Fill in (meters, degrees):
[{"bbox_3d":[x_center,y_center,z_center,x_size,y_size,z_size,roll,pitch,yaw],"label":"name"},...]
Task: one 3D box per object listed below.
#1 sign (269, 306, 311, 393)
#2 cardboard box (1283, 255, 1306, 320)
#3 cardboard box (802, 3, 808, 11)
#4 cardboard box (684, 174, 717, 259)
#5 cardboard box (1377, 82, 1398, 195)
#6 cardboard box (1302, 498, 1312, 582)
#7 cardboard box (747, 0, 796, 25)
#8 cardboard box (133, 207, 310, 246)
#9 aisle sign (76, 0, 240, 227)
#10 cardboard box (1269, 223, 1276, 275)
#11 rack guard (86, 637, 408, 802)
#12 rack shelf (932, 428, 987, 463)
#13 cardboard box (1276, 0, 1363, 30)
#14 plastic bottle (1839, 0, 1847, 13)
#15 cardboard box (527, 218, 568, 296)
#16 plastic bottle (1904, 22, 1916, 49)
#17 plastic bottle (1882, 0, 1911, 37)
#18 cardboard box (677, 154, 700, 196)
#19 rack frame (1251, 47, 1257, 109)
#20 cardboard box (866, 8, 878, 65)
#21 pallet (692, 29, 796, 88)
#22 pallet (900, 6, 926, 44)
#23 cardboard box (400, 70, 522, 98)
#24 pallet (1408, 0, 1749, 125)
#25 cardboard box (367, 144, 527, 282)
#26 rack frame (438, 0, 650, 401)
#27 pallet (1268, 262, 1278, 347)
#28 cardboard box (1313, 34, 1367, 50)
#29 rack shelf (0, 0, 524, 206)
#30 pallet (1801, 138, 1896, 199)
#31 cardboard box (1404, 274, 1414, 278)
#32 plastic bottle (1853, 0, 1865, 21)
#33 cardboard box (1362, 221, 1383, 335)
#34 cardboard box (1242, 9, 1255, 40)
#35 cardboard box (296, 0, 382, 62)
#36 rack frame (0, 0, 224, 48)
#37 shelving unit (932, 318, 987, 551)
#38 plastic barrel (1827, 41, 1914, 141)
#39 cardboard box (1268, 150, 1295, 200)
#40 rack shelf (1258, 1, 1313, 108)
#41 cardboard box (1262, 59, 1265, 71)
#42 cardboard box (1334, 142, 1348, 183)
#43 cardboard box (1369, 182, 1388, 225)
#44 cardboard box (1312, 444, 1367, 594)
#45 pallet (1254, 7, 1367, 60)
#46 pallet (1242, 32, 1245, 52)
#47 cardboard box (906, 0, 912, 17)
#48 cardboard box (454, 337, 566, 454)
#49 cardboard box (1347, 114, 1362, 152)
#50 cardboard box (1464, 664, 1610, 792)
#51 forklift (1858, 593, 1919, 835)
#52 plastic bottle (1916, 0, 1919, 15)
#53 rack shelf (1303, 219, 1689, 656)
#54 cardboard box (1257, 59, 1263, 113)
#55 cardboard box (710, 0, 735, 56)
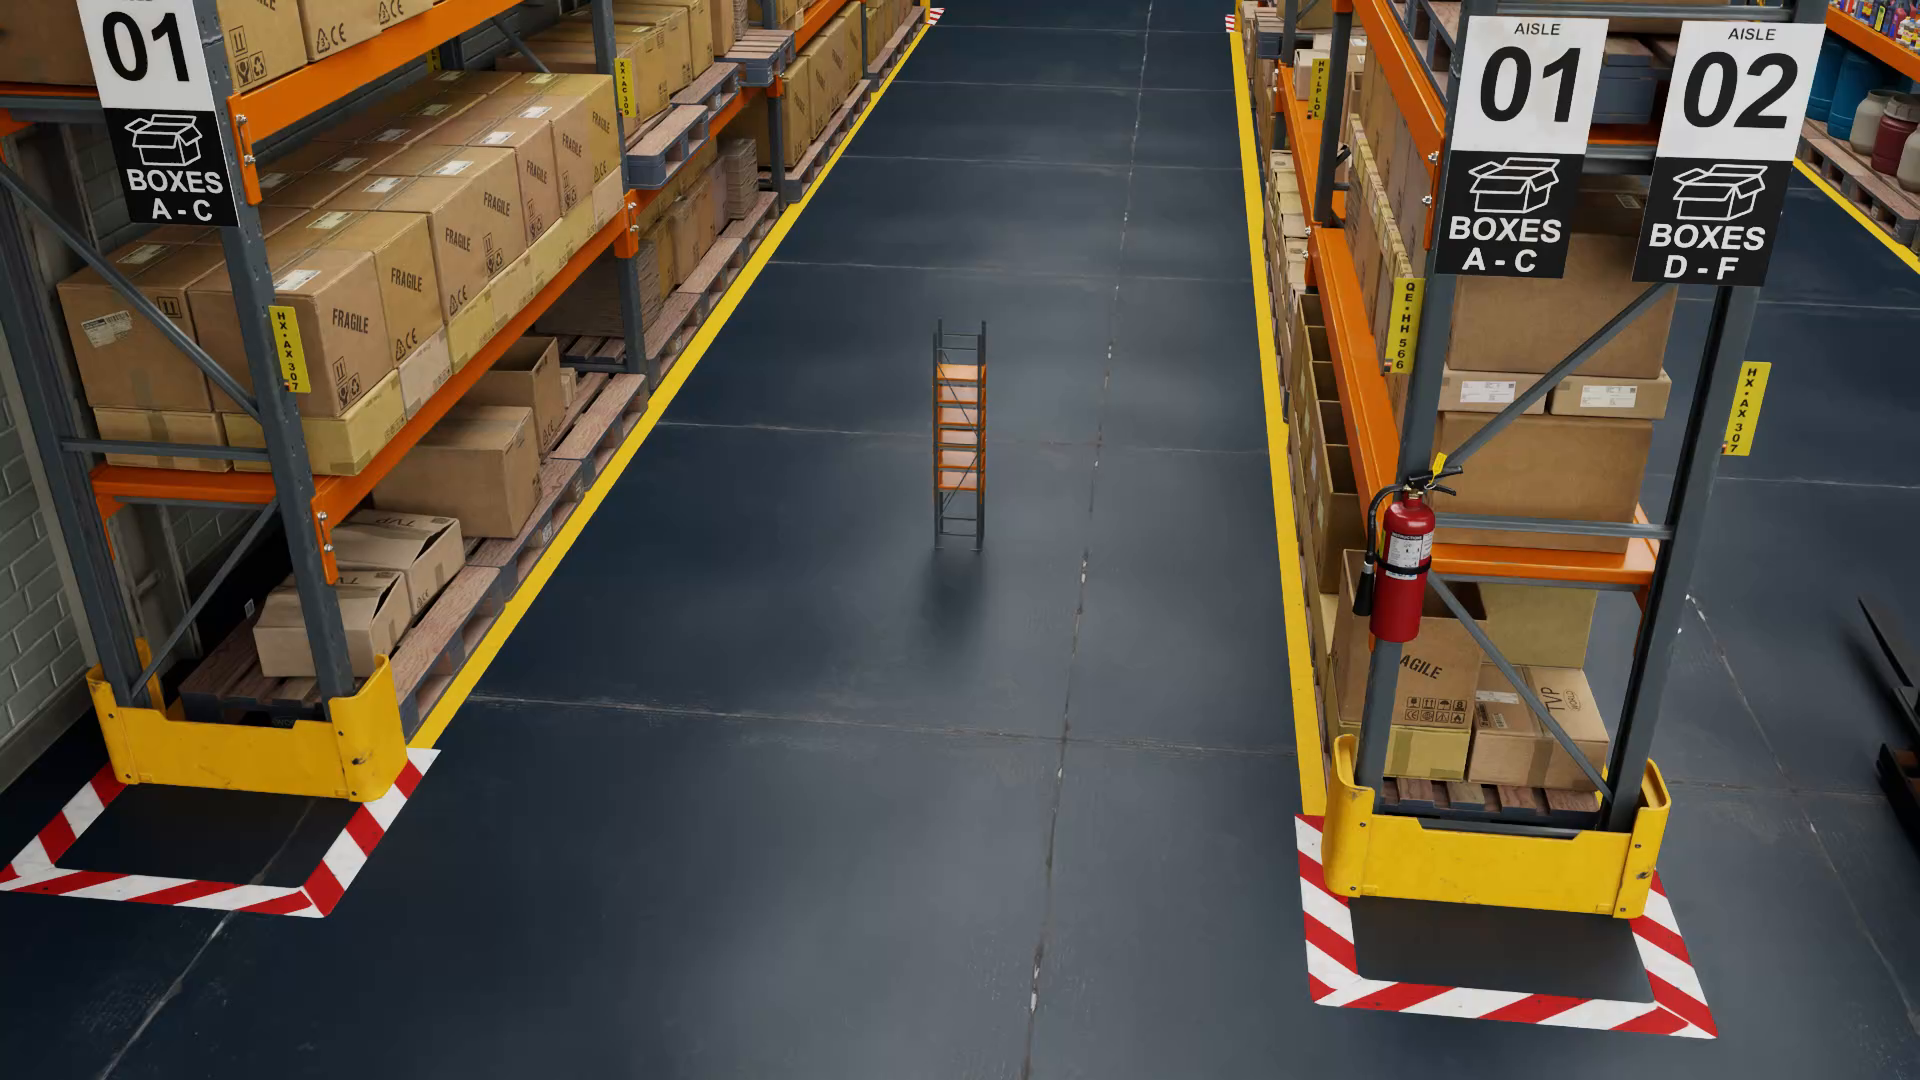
[{"bbox_3d":[-2.394,-0.678,5.934,0.100,0.325,0.005,3,28,6],"label":"sign"},{"bbox_3d":[2.297,-1.599,10.421,0.500,0.311,0.500,4,29,8],"label":"cardboard box"},{"bbox_3d":[-1.552,-4.741,14.632,0.380,0.149,0.250,4,29,7],"label":"cardboard box"},{"bbox_3d":[-2.200,-2.374,12.167,0.700,0.500,0.500,3,28,6],"label":"cardboard box"},{"bbox_3d":[2.303,-1.858,7.563,0.700,0.500,0.500,3,28,6],"label":"cardboard box"},{"bbox_3d":[1.929,0.007,8.031,0.500,0.250,0.500,3,28,6],"label":"cardboard box"},{"bbox_3d":[-1.639,-4.492,13.485,0.500,0.500,0.500,4,29,8],"label":"cardboard box"},{"bbox_3d":[-3.014,-1.072,6.924,0.500,0.500,0.500,4,29,7],"label":"cardboard box"},{"bbox_3d":[-2.644,-1.422,5.486,0.394,0.787,0.004,3,28,6],"label":"aisle sign"},{"bbox_3d":[2.490,-2.072,11.889,0.500,0.250,0.500,3,28,5],"label":"cardboard box"},{"bbox_3d":[-2.923,0.736,6.857,1.175,0.500,0.348,3,28,6],"label":"rack guard"},{"bbox_3d":[-0.002,-0.482,8.474,0.258,0.103,0.180,3,28,6],"label":"rack shelf"},{"bbox_3d":[2.930,-4.340,13.095,0.700,0.500,0.500,-6,29,-11],"label":"cardboard box"},{"bbox_3d":[7.793,-4.784,14.591,0.061,0.283,0.133,3,28,6],"label":"plastic bottle"},{"bbox_3d":[-2.315,-1.442,8.401,0.500,0.250,0.500,3,28,6],"label":"cardboard box"},{"bbox_3d":[7.626,-4.037,13.291,0.097,0.201,0.097,0,28,0],"label":"plastic bottle"},{"bbox_3d":[7.707,-4.323,13.663,0.144,0.351,0.185,3,28,6],"label":"plastic bottle"},{"bbox_3d":[-2.179,-2.669,11.922,0.500,0.250,0.500,3,28,6],"label":"cardboard box"},{"bbox_3d":[3.454,-5.691,16.151,1.000,3.000,0.127,3,28,6],"label":"rack frame"},{"bbox_3d":[-1.269,-5.408,17.818,0.700,0.500,0.500,4,29,7],"label":"cardboard box"},{"bbox_3d":[-1.934,-3.668,12.599,1.213,0.211,1.003,3,28,6],"label":"pallet"},{"bbox_3d":[-0.993,-6.252,20.132,1.003,0.211,1.213,3,28,6],"label":"pallet"},{"bbox_3d":[-2.707,-2.275,9.157,0.500,0.500,0.500,3,28,5],"label":"cardboard box"},{"bbox_3d":[2.096,-1.656,5.591,1.003,0.211,1.213,3,28,6],"label":"pallet"},{"bbox_3d":[-2.384,-1.527,7.769,0.500,0.500,0.500,4,29,8],"label":"cardboard box"},{"bbox_3d":[-2.443,-2.212,9.693,1.000,3.000,0.127,3,28,6],"label":"rack frame"},{"bbox_3d":[2.673,-1.623,11.540,1.003,0.211,1.213,3,28,6],"label":"pallet"},{"bbox_3d":[2.876,-3.600,12.364,0.500,0.311,0.500,5,29,9],"label":"cardboard box"},{"bbox_3d":[-2.688,-2.274,7.404,1.077,0.370,4.000,3,28,6],"label":"rack shelf"},{"bbox_3d":[8.087,-3.237,14.536,1.003,0.211,1.213,3,28,6],"label":"pallet"},{"bbox_3d":[1.937,-0.925,6.515,0.380,0.149,0.250,4,29,7],"label":"cardboard box"},{"bbox_3d":[7.793,-4.606,14.268,0.152,0.276,0.135,3,28,6],"label":"plastic bottle"},{"bbox_3d":[2.303,-1.276,7.850,0.700,0.500,0.500,4,29,7],"label":"cardboard box"},{"bbox_3d":[3.474,-5.847,18.876,0.500,0.250,0.500,3,28,6],"label":"cardboard box"},{"bbox_3d":[-2.542,-2.096,6.188,0.500,0.500,0.500,5,29,10],"label":"cardboard box"},{"bbox_3d":[-2.933,-2.970,4.775,1.000,3.000,0.127,3,28,6],"label":"rack frame"},{"bbox_3d":[-0.002,-0.521,8.453,0.258,1.200,0.189,3,28,6],"label":"shelving unit"},{"bbox_3d":[8.200,-4.074,14.920,0.600,0.901,0.708,3,28,6],"label":"plastic barrel"},{"bbox_3d":[2.609,-2.800,12.650,0.500,0.311,0.500,4,29,8],"label":"cardboard box"},{"bbox_3d":[3.209,-4.433,14.574,1.077,0.370,4.000,3,28,6],"label":"rack shelf"},{"bbox_3d":[3.031,-4.430,15.192,0.500,0.250,0.500,3,29,6],"label":"cardboard box"},{"bbox_3d":[2.400,-2.291,9.981,0.396,0.266,0.258,3,28,5],"label":"cardboard box"},{"bbox_3d":[2.095,-1.533,7.644,0.380,0.149,0.250,3,28,5],"label":"cardboard box"},{"bbox_3d":[1.863,-0.088,7.417,0.500,0.500,0.500,3,28,6],"label":"cardboard box"},{"bbox_3d":[2.978,-4.047,13.302,1.213,0.211,1.003,3,28,6],"label":"pallet"},{"bbox_3d":[3.839,-5.935,19.545,1.003,0.211,1.213,3,28,6],"label":"pallet"},{"bbox_3d":[-0.959,-6.609,20.048,0.700,0.500,0.500,3,28,6],"label":"cardboard box"},{"bbox_3d":[-2.530,-0.814,9.270,0.500,0.500,0.500,1,28,2],"label":"cardboard box"},{"bbox_3d":[2.249,-2.140,8.770,0.380,0.149,0.250,3,28,6],"label":"cardboard box"},{"bbox_3d":[2.271,0.744,6.664,0.500,0.250,0.500,3,28,6],"label":"cardboard box"},{"bbox_3d":[4.308,-0.109,5.862,1.130,2.935,3.031,5,29,8],"label":"forklift"},{"bbox_3d":[8.410,-4.730,14.502,0.097,0.271,0.097,0,28,0],"label":"plastic bottle"},{"bbox_3d":[2.229,-0.667,7.585,1.077,0.370,4.000,3,28,6],"label":"rack shelf"},{"bbox_3d":[3.099,-4.319,15.776,0.500,0.500,0.500,4,29,7],"label":"cardboard box"},{"bbox_3d":[-2.042,-3.846,12.156,0.700,0.500,0.500,1,28,1],"label":"cardboard box"}]
